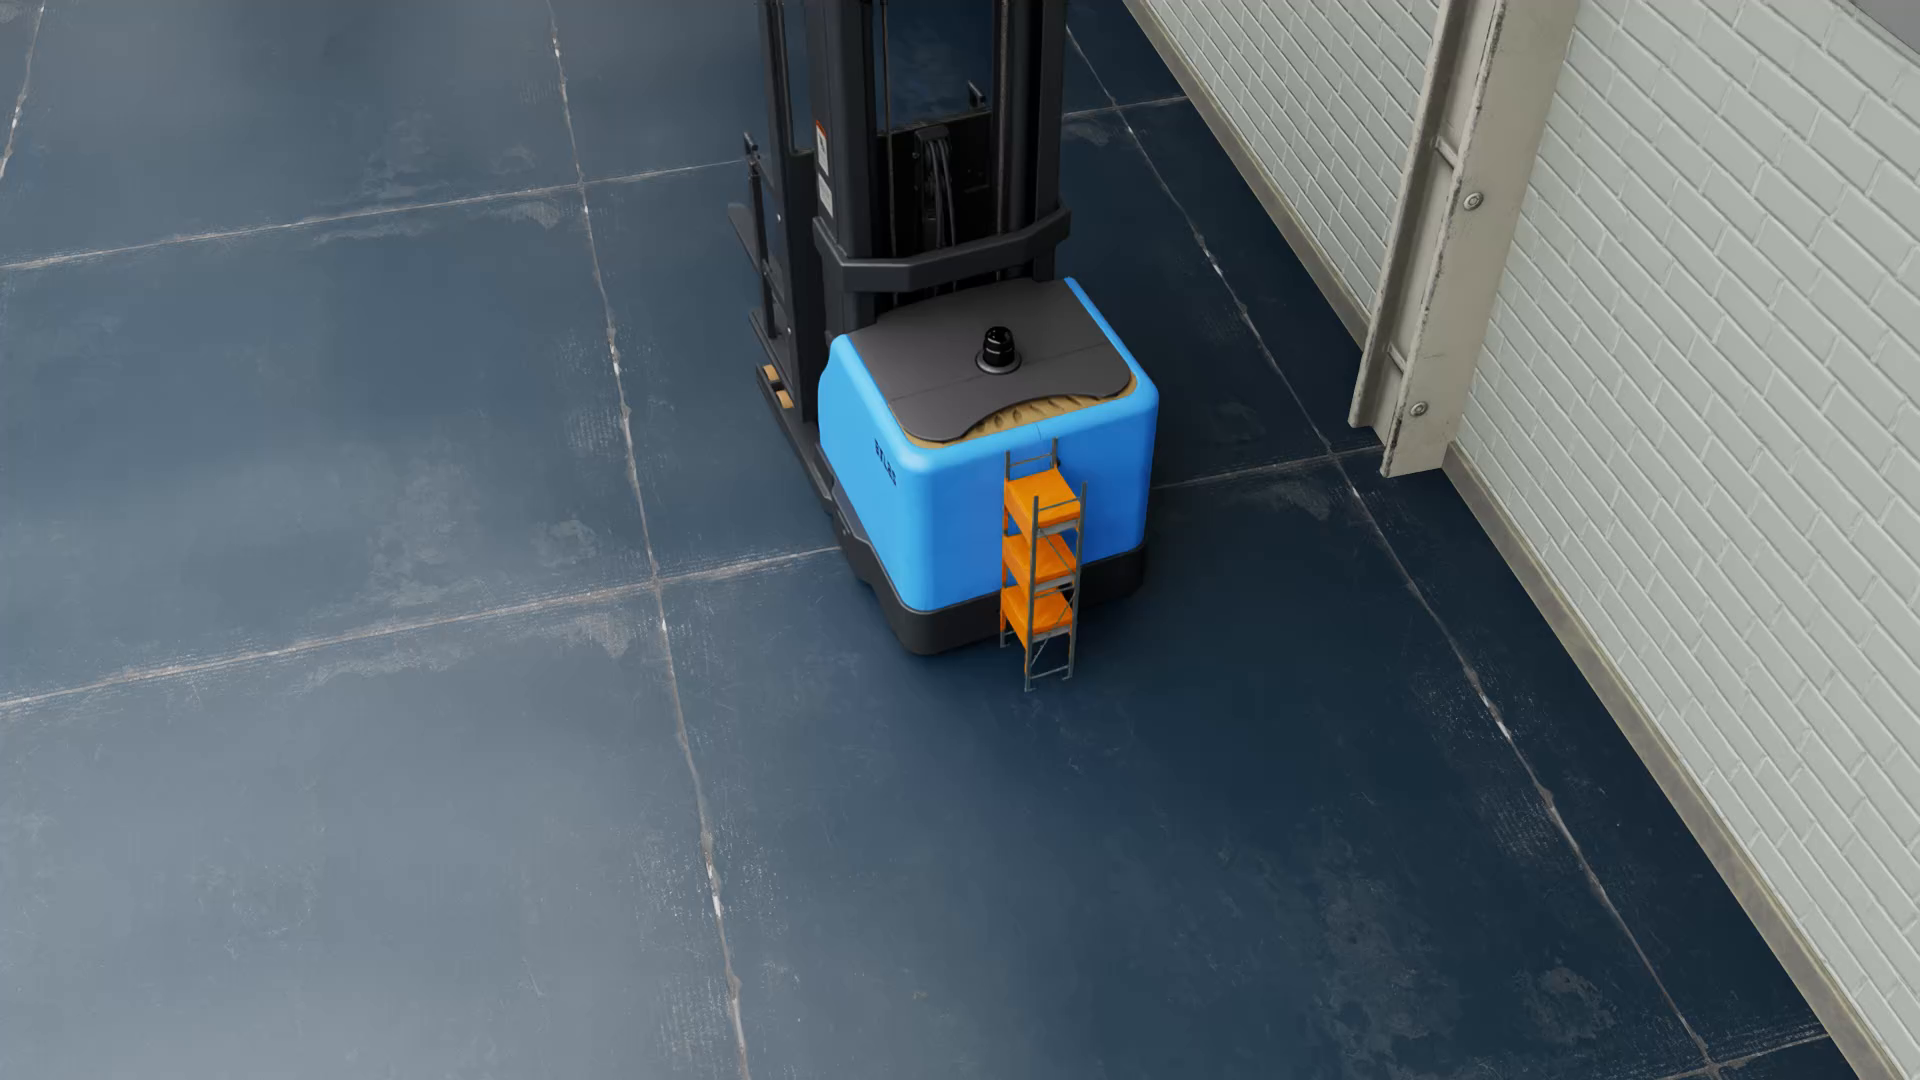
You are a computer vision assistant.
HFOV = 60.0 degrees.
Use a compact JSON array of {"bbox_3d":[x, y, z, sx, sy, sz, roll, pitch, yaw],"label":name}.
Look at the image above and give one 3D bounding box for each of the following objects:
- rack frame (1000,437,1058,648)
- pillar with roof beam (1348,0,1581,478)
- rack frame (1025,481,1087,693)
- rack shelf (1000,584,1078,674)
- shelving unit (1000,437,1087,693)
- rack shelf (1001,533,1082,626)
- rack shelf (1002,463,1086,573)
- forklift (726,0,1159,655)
[{"bbox_3d":[0.252,0.032,6.235,0.200,1.050,0.008,-16,48,-15],"label":"rack frame"},{"bbox_3d":[-2.208,-2.798,3.443,9.100,9.000,0.400,-11,47,-10],"label":"pillar with roof beam"},{"bbox_3d":[0.345,0.193,6.077,0.200,1.050,0.008,-16,48,-15],"label":"rack frame"},{"bbox_3d":[0.298,0.314,6.362,0.215,0.259,0.240,-16,48,-15],"label":"rack shelf"},{"bbox_3d":[0.298,0.112,6.156,0.215,1.050,0.252,-16,48,-15],"label":"shelving unit"},{"bbox_3d":[0.298,0.120,6.163,0.215,0.259,0.240,-16,48,-15],"label":"rack shelf"},{"bbox_3d":[0.298,-0.079,5.960,0.215,0.259,0.240,-16,48,-15],"label":"rack shelf"},{"bbox_3d":[-0.284,-1.648,6.563,1.130,2.935,3.031,-16,48,-15],"label":"forklift"}]
